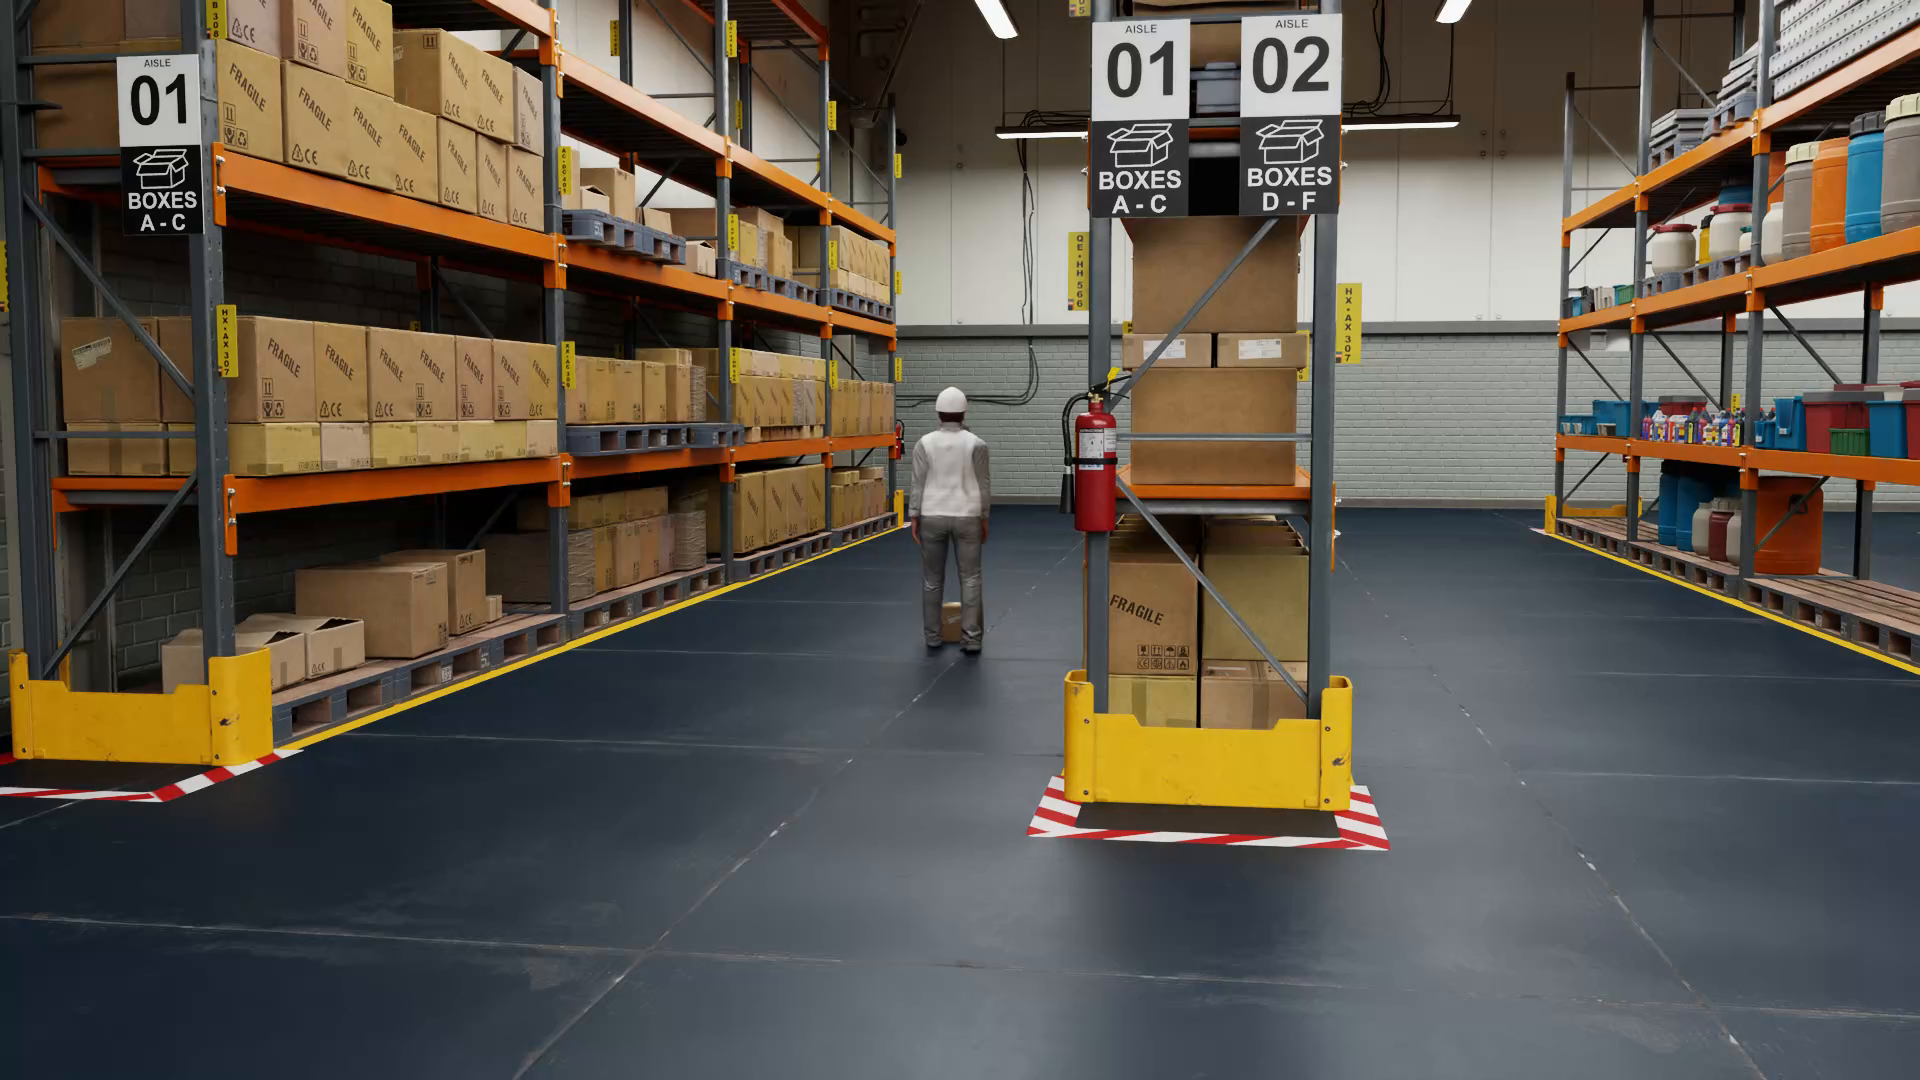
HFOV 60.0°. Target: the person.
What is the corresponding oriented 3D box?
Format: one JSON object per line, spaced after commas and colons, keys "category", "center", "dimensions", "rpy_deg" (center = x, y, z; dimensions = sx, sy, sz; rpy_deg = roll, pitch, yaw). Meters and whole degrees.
{"category": "person", "center": [-0.062, -0.144, 11.318], "dimensions": [0.557, 1.781, 0.616], "rpy_deg": [0, 4, 5]}
